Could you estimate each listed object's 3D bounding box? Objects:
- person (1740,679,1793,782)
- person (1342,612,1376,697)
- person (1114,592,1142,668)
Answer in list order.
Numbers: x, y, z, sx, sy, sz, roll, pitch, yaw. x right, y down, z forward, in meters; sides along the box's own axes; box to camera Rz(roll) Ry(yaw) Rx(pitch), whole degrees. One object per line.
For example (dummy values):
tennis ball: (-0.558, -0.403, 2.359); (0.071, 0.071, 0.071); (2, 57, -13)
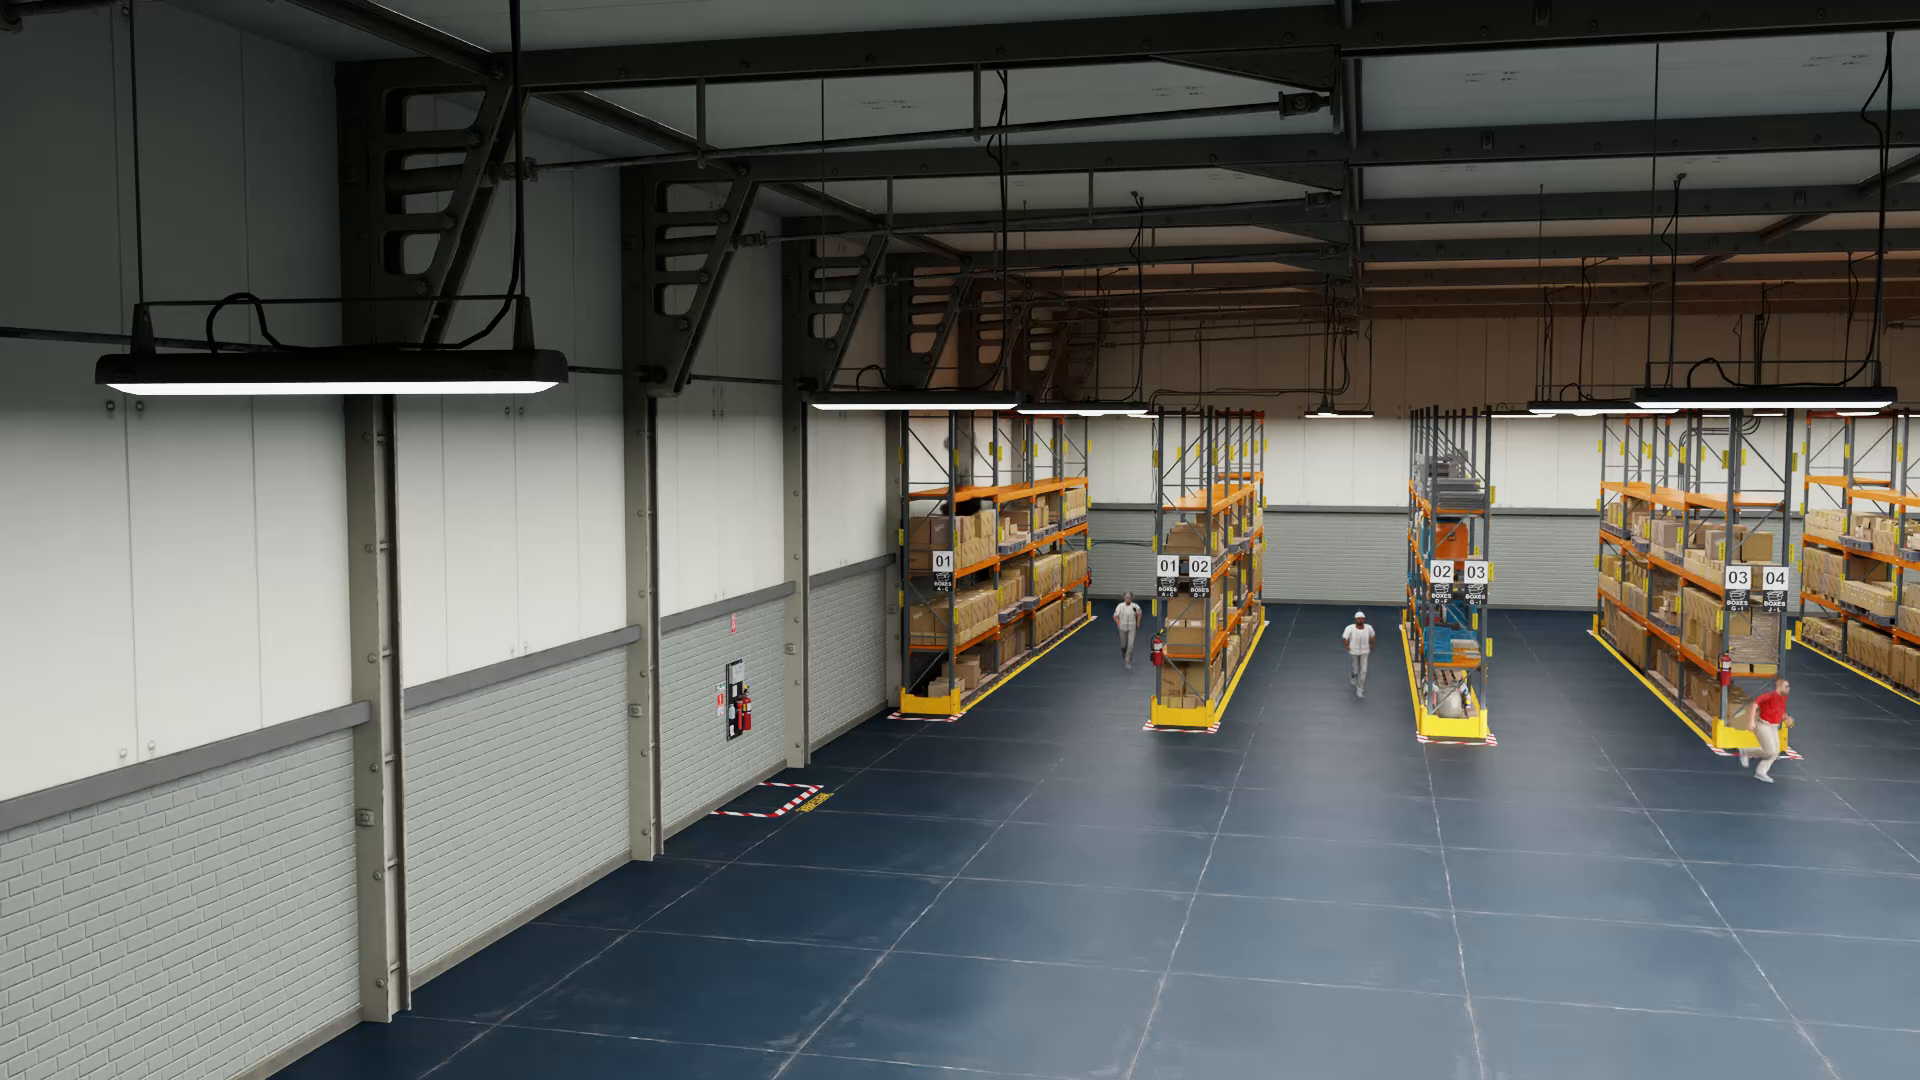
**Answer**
person: (12.847, 3.017, 26.489); (0.655, 1.661, 0.763); (-3, 5, -40)
person: (8.357, 2.376, 34.803); (0.709, 1.765, 0.798); (0, 4, 5)
person: (3.928, 2.087, 38.879); (0.672, 1.786, 0.814); (0, 4, 5)
